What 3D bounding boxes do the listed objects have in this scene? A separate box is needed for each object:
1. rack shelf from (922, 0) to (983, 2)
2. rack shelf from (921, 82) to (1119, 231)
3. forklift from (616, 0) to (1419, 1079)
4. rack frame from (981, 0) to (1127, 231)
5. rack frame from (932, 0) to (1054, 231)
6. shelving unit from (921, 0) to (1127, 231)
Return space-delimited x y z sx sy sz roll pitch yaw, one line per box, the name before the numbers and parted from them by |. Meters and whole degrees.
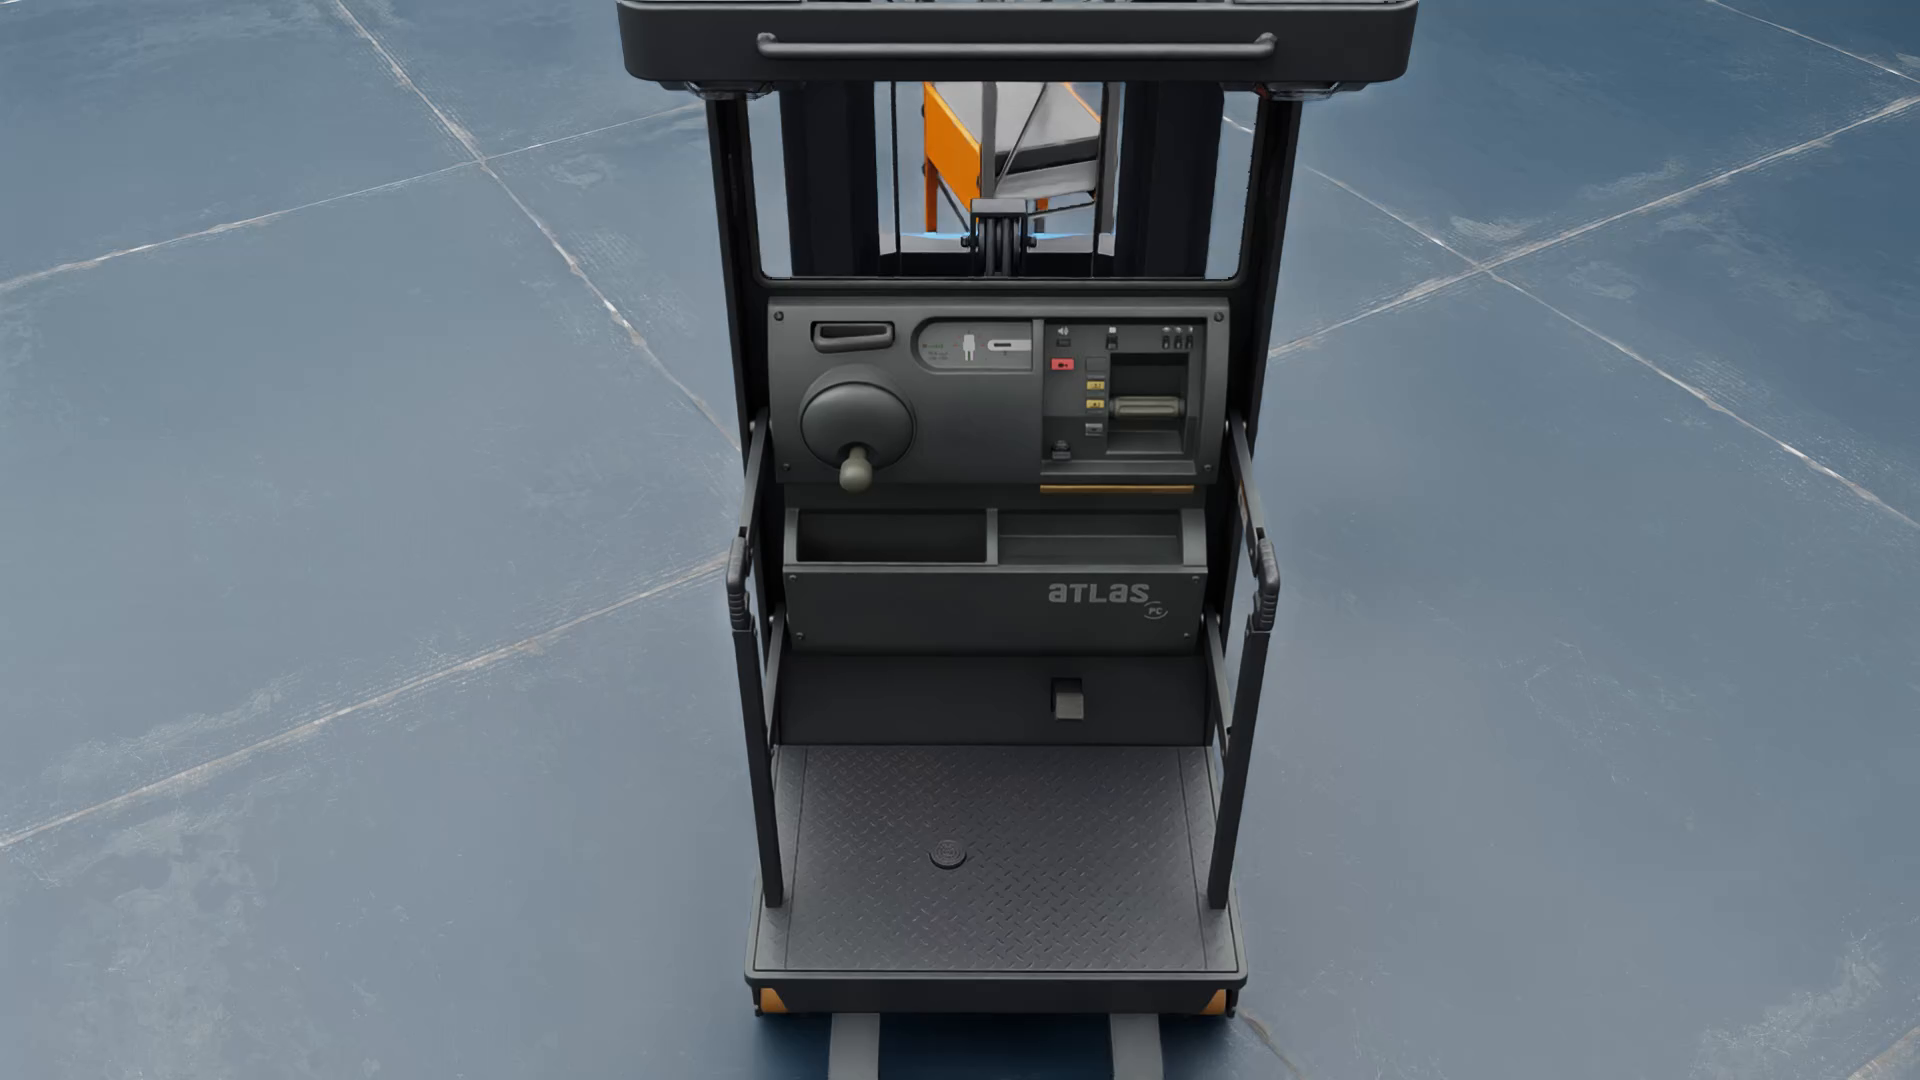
rack shelf | 0.167 -1.603 4.462 0.431 0.518 0.480 -13 42 -15
rack shelf | 0.167 -1.066 4.910 0.431 0.518 0.480 -13 42 -15
forklift | 0.079 -0.216 3.220 1.130 2.935 3.031 0 40 0
rack frame | 0.249 -0.929 4.725 0.400 2.100 0.015 -13 42 -15
rack frame | 0.085 -1.223 5.078 0.400 2.100 0.015 -13 42 -15
shelving unit | 0.167 -1.076 4.901 0.431 2.100 0.503 -13 42 -15
